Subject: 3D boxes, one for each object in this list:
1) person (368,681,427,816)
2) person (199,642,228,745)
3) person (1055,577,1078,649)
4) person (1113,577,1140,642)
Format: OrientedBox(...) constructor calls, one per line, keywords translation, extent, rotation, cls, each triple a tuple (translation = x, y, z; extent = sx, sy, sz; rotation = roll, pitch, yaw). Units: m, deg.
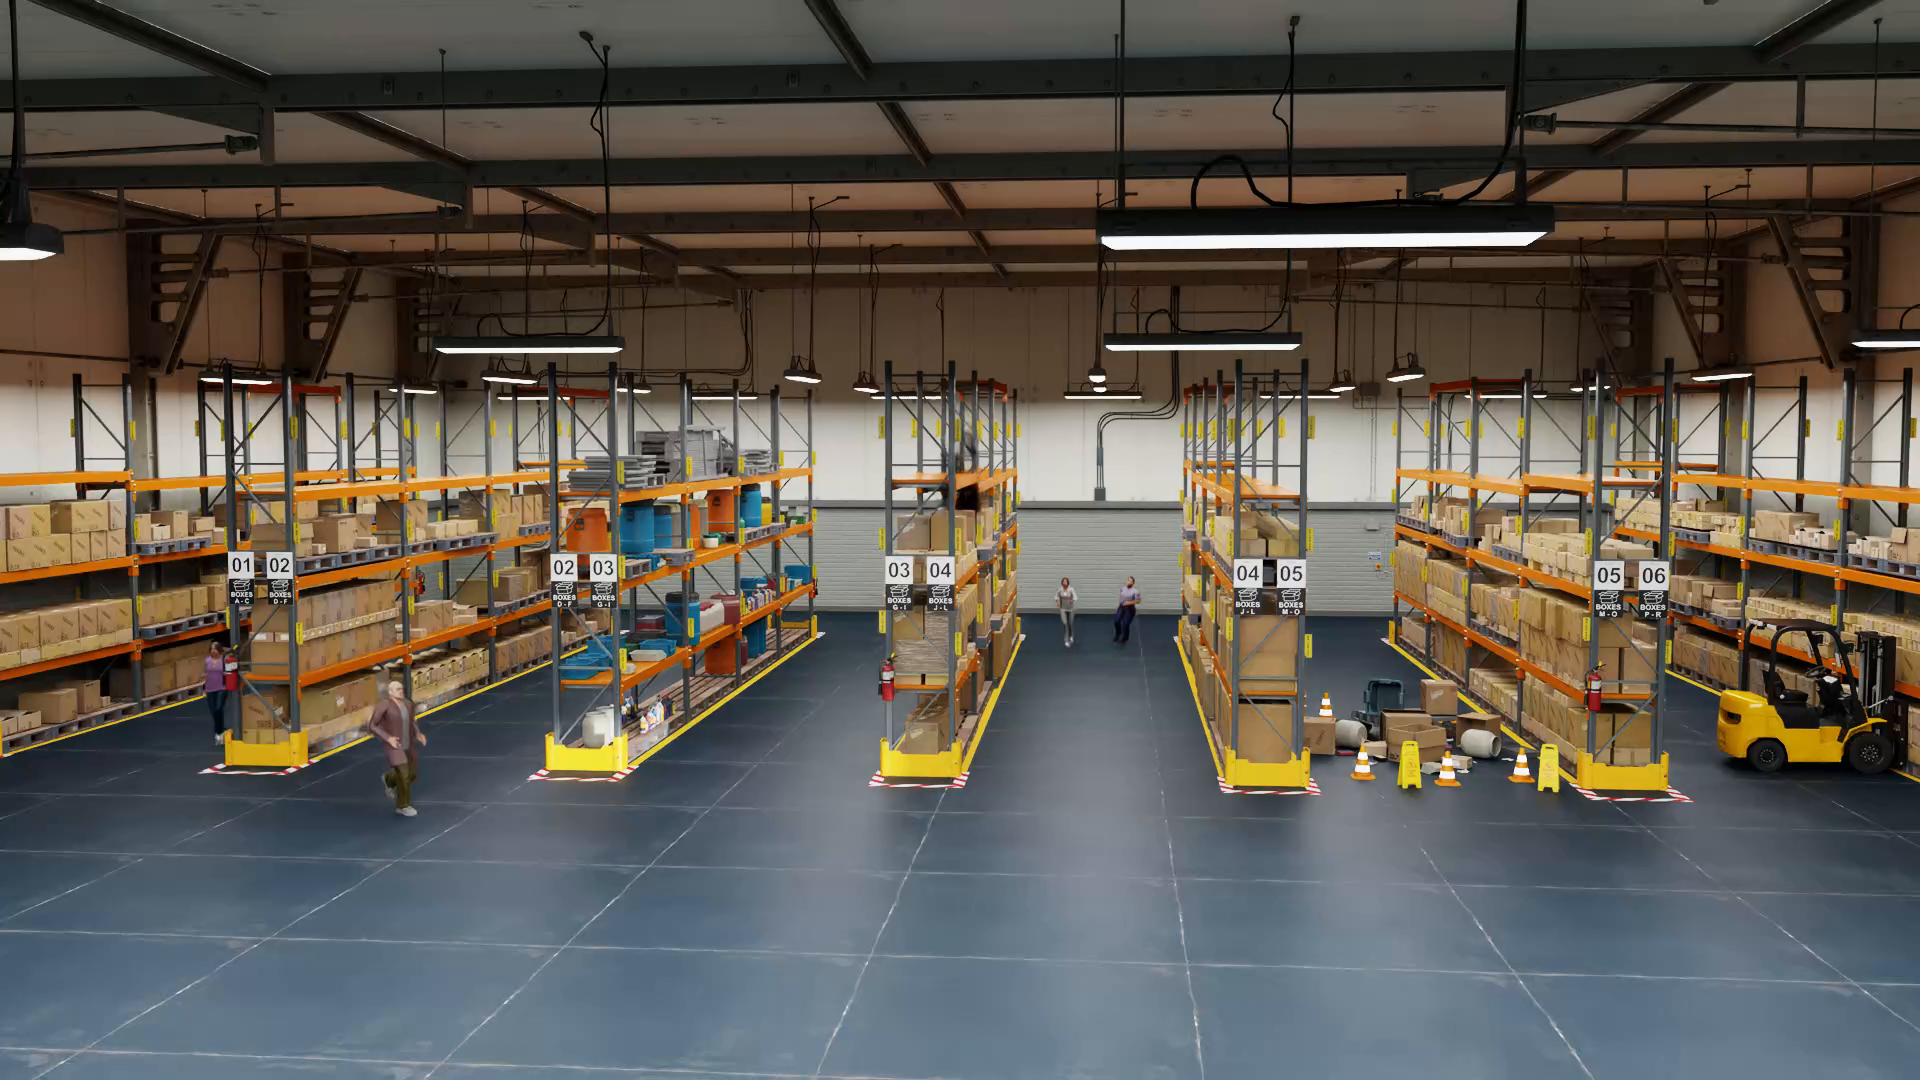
OrientedBox(translation=(-7.387, 2.714, 21.758), extent=(0.728, 1.744, 0.712), rotation=(2, 4, 31), cls="person")
OrientedBox(translation=(-11.909, 2.451, 26.650), extent=(0.514, 1.639, 0.666), rotation=(0, 4, -5), cls="person")
OrientedBox(translation=(2.463, 1.678, 38.576), extent=(0.540, 1.600, 0.766), rotation=(0, 4, 4), cls="person")
OrientedBox(translation=(3.905, 1.640, 39.059), extent=(0.698, 1.572, 0.565), rotation=(2, 4, 28), cls="person")
